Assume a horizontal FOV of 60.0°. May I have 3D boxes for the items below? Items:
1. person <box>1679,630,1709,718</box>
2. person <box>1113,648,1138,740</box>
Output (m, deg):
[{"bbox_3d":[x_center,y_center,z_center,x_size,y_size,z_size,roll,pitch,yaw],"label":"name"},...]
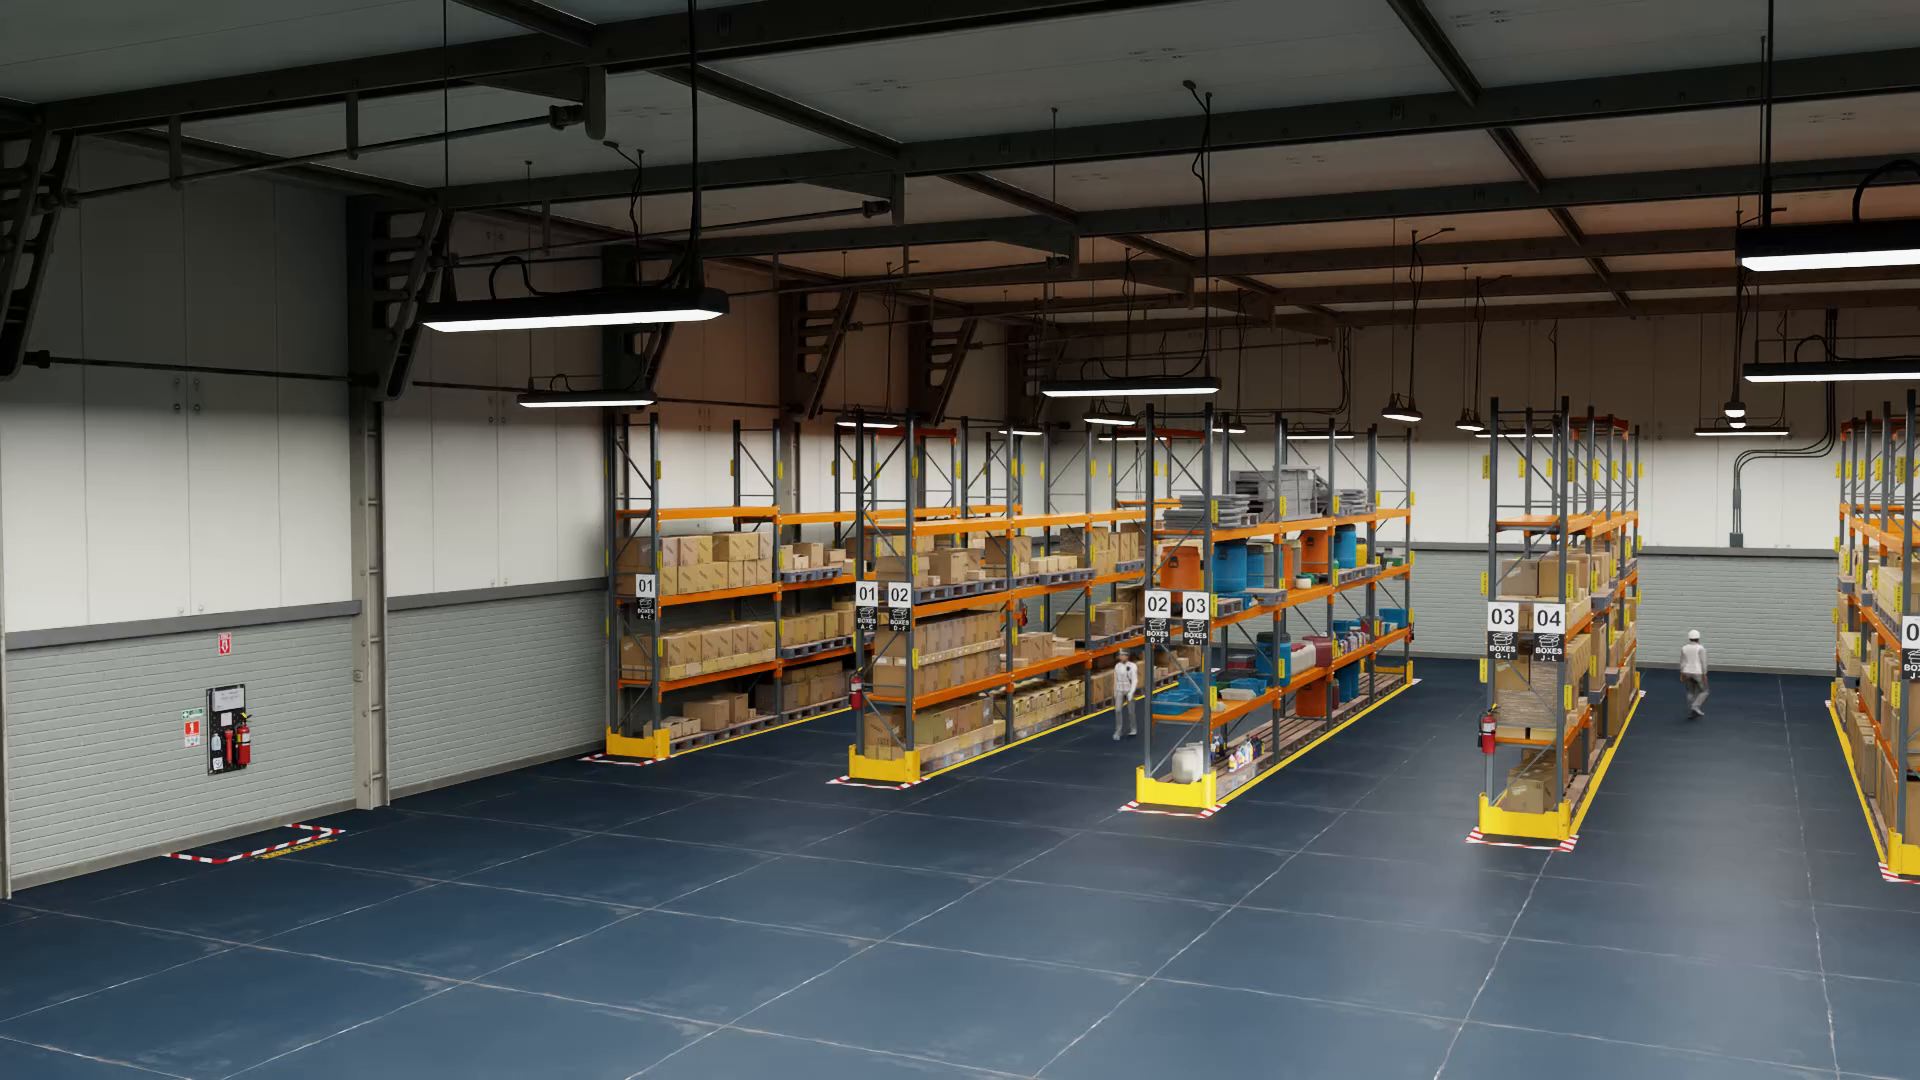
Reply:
[{"bbox_3d":[14.791,2.706,33.565,0.490,1.773,0.560,-2,3,-43],"label":"person"},{"bbox_3d":[3.081,2.860,31.094,0.517,1.665,0.820,1,3,27],"label":"person"}]
